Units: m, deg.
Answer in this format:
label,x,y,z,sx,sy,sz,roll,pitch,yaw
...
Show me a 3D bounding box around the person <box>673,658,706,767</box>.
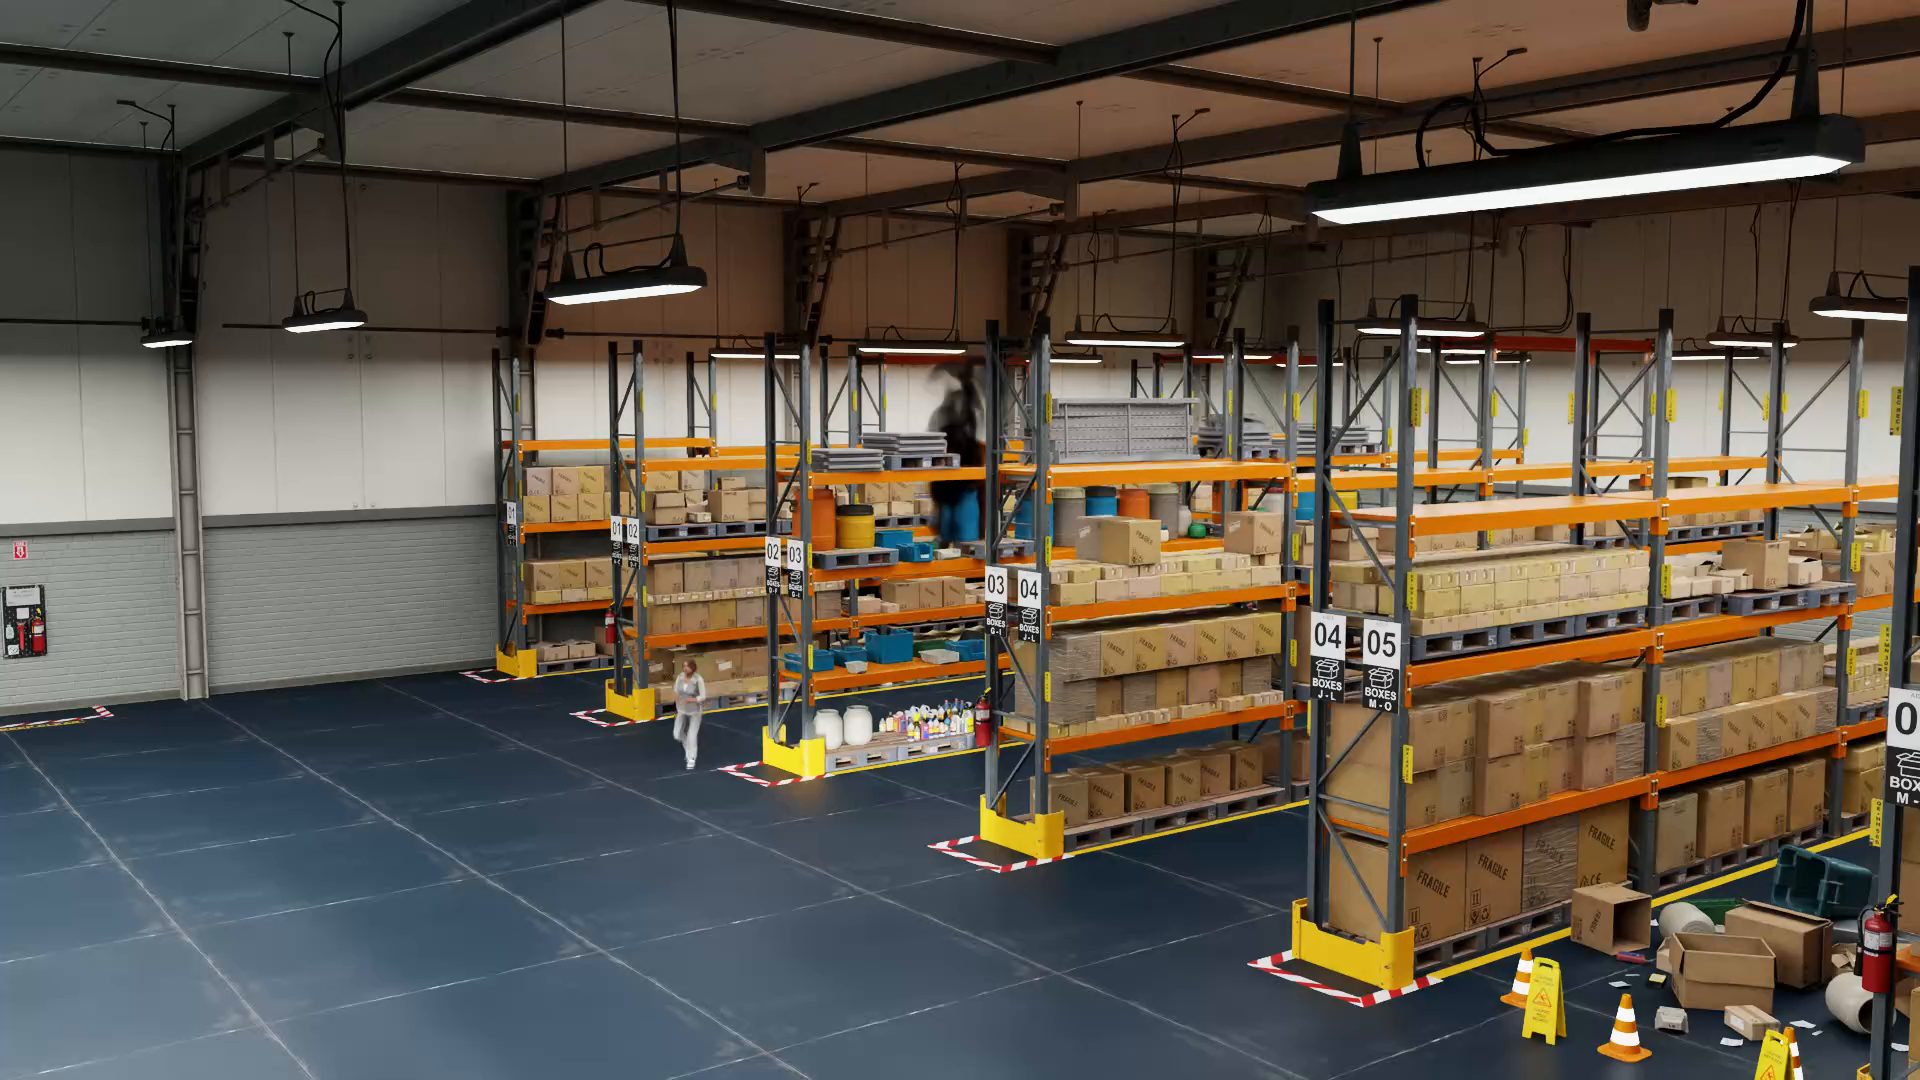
label,x,y,z,sx,sy,sz,roll,pitch,yaw
person,-3.738,2.382,22.829,0.530,1.550,0.604,1,5,13
